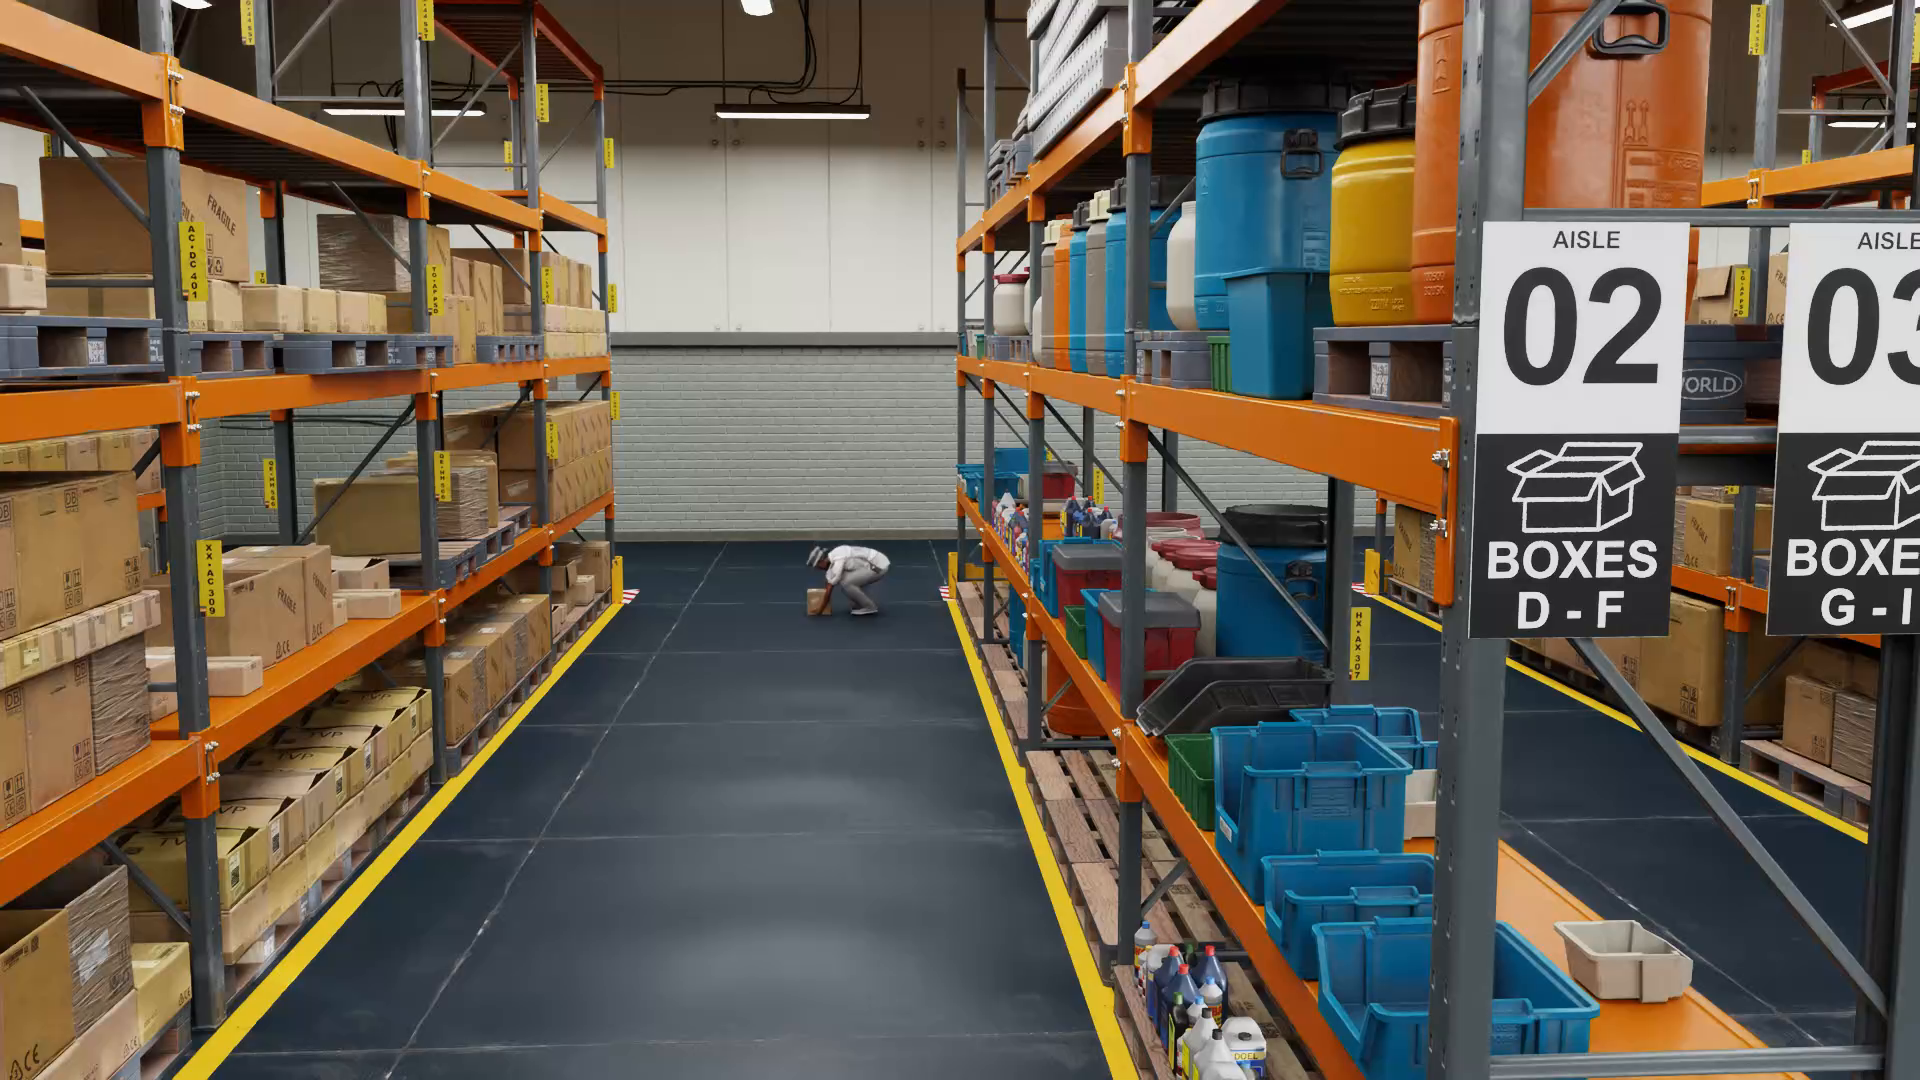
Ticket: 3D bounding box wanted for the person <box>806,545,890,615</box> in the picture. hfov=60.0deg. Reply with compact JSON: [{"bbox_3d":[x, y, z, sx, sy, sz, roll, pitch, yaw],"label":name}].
[{"bbox_3d":[-1.227,0.439,18.247,0.926,0.763,0.457,-1,7,-5],"label":"person"}]
